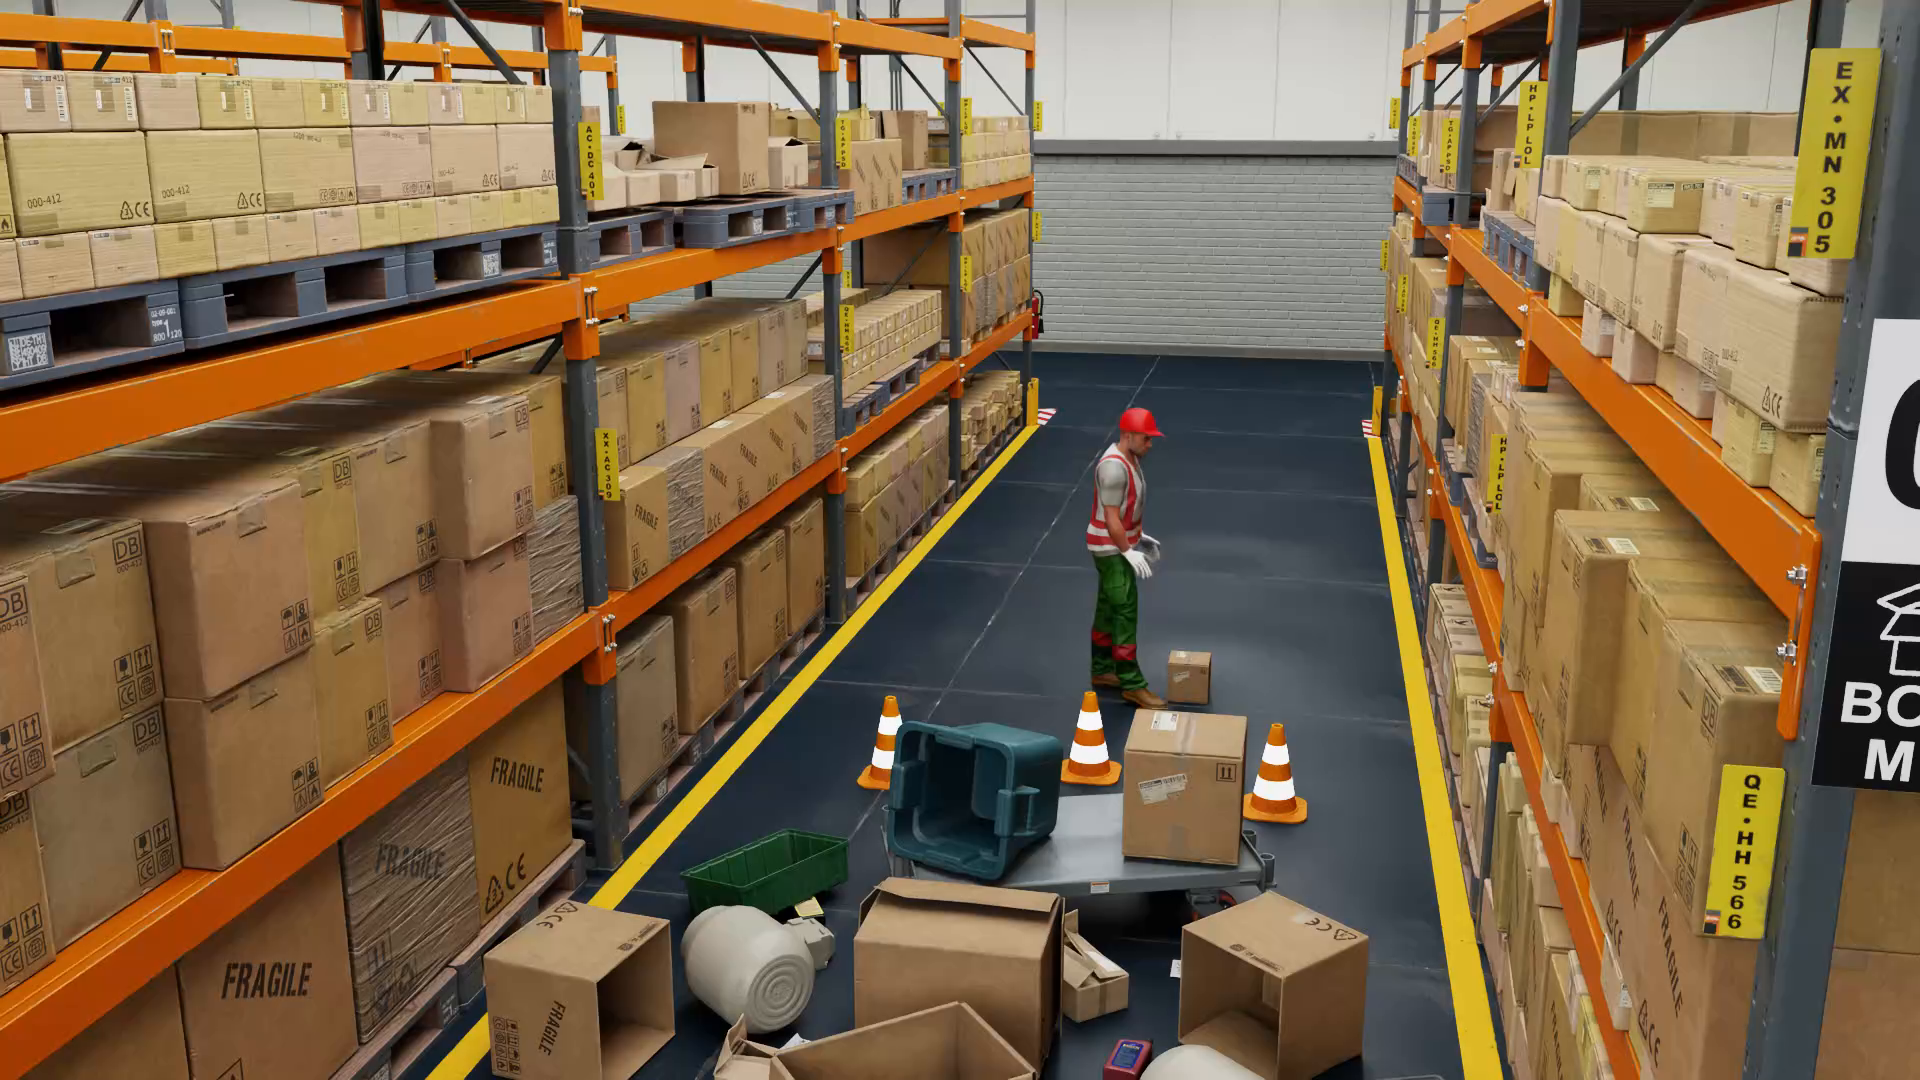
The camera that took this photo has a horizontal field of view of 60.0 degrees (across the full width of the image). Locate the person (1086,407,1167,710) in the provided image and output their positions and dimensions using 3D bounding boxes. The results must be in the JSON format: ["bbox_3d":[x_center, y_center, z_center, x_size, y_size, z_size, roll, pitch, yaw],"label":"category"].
[{"bbox_3d":[1.048,0.081,10.103,0.562,1.784,0.563,4,15,17],"label":"person"}]
